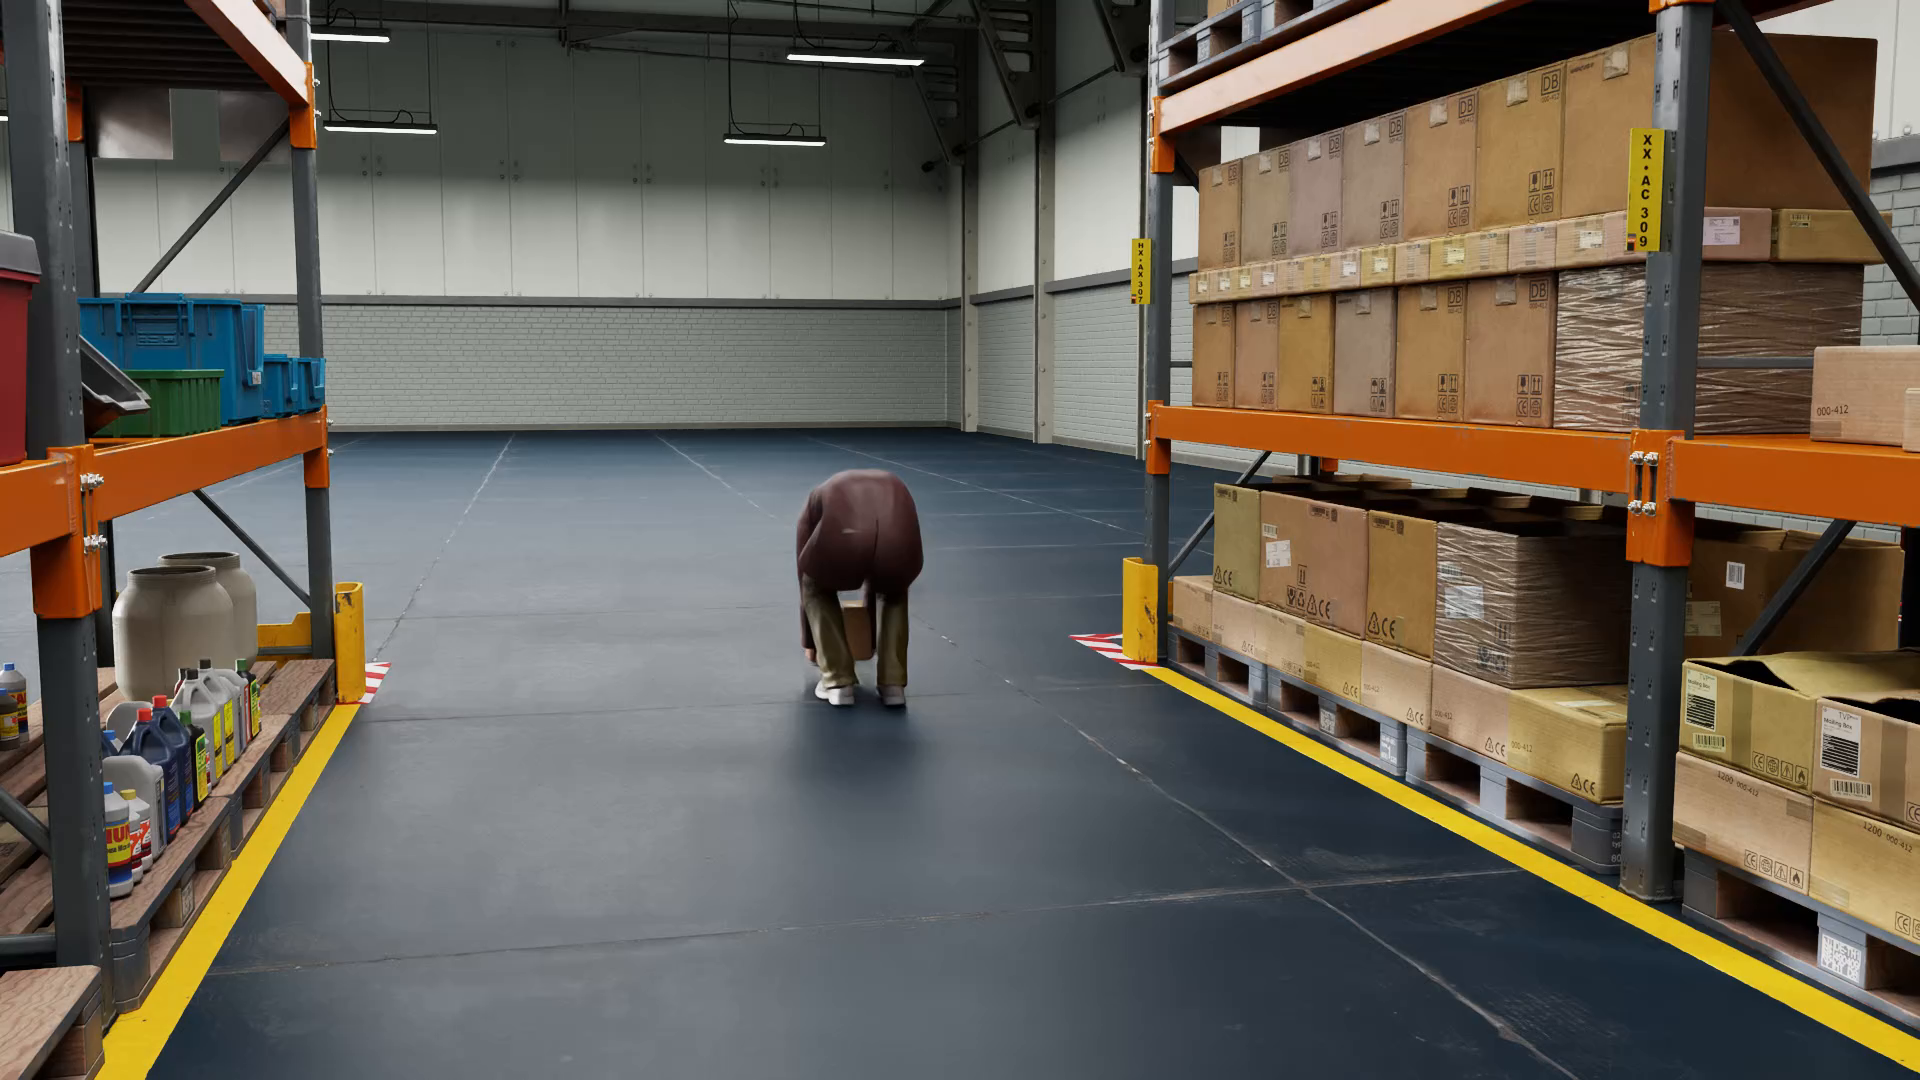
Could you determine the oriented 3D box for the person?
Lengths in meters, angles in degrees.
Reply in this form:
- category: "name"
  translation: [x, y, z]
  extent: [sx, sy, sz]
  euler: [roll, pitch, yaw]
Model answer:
- category: "person"
  translation: [-0.485, 0.186, 7.576]
  extent: [0.577, 1.052, 0.945]
  euler: [-2, 6, -16]
